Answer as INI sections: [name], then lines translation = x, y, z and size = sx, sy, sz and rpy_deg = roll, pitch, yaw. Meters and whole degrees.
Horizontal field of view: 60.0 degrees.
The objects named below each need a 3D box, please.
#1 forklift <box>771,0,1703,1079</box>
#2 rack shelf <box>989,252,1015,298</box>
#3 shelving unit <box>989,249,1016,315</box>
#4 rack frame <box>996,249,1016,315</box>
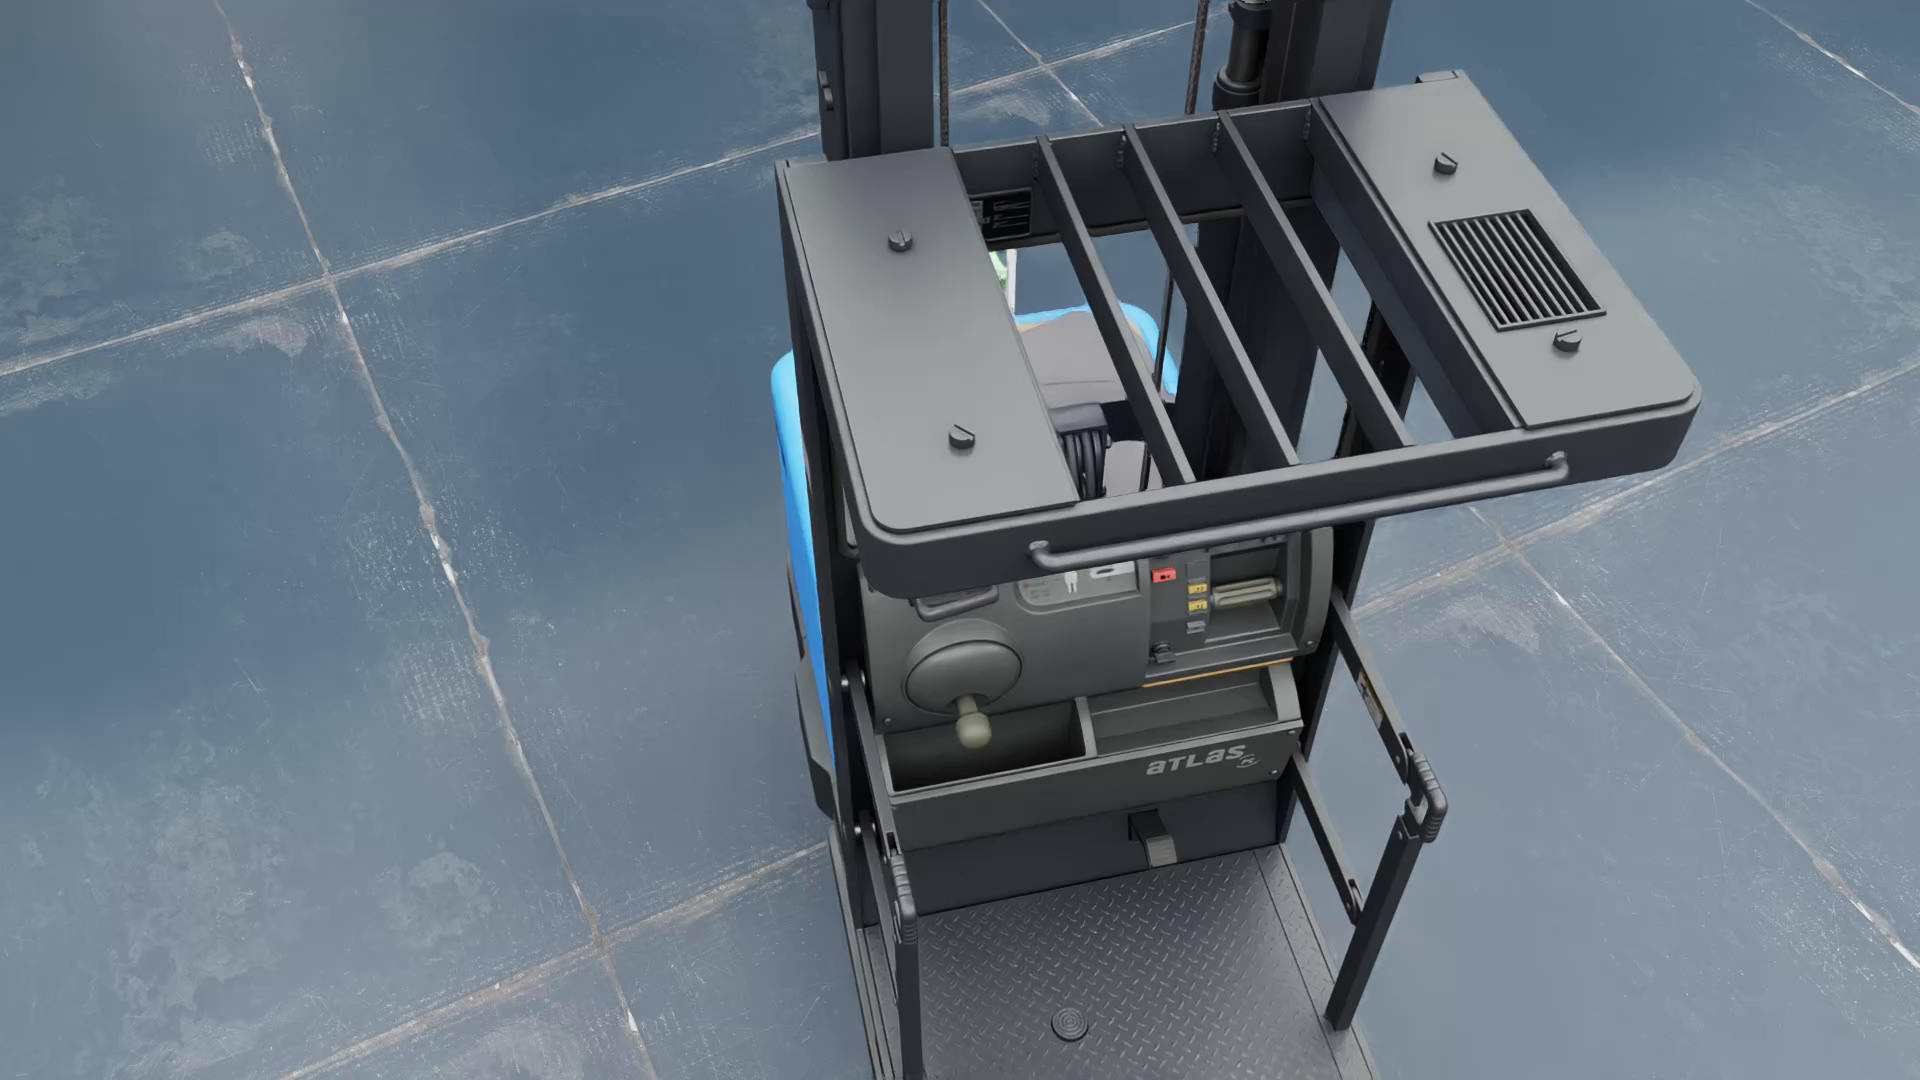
[forklift]
translation = 0.323, 0.257, 3.078
size = 1.130, 2.935, 3.031
rpy_deg = -10, 50, -8
[rack shelf]
translation = -0.076, -0.780, 4.582
size = 0.258, 0.148, 0.480
rpy_deg = -21, 52, -18
[shelving unit]
translation = -0.076, -0.506, 4.895
size = 0.258, 1.200, 0.503
rpy_deg = -21, 52, -18
[rack frame]
translation = 0.036, -0.342, 4.752
size = 0.240, 1.200, 0.015
rpy_deg = -21, 52, -18
